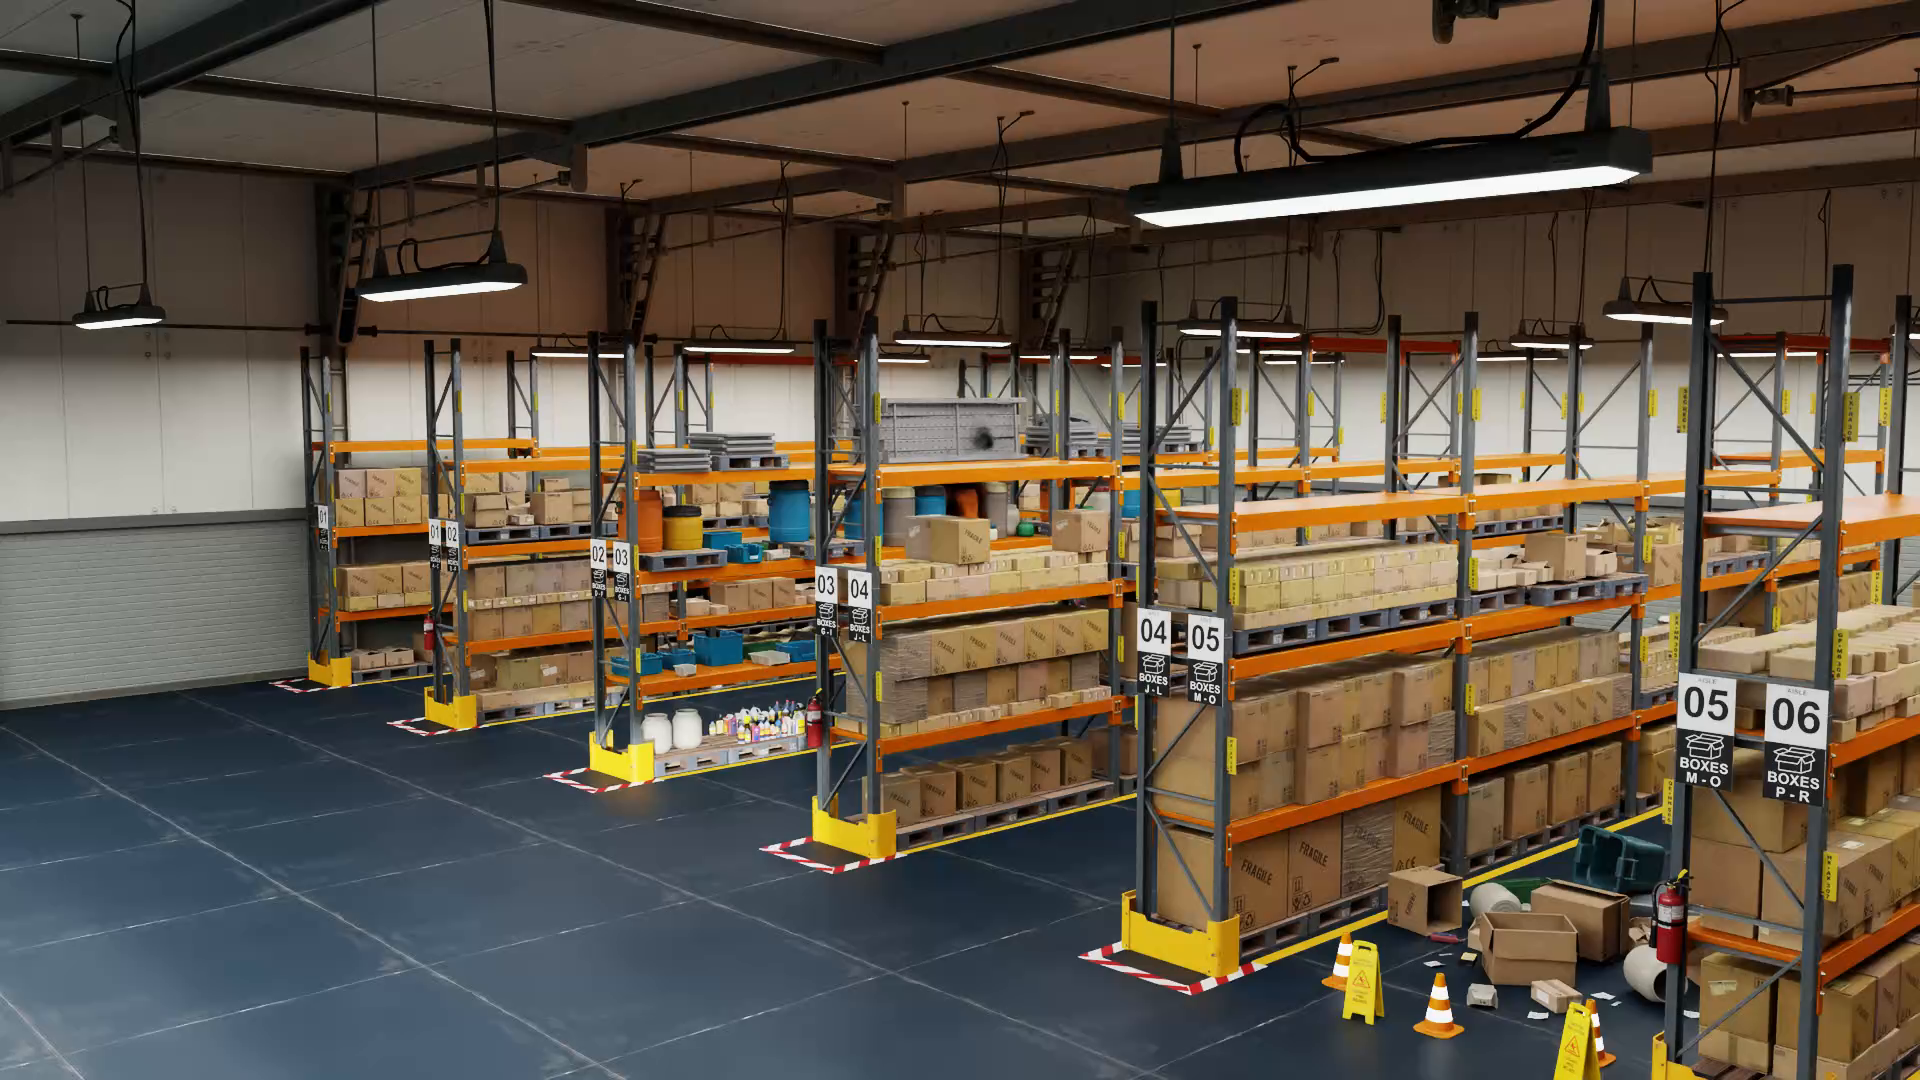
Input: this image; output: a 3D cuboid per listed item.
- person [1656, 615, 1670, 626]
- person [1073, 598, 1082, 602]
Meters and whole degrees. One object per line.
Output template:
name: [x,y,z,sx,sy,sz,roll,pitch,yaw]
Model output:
person: [10.827,2.027,25.711,0.599,1.738,0.679,-5,7,-42]
person: [2.414,1.416,32.763,0.574,1.678,0.939,4,6,39]
